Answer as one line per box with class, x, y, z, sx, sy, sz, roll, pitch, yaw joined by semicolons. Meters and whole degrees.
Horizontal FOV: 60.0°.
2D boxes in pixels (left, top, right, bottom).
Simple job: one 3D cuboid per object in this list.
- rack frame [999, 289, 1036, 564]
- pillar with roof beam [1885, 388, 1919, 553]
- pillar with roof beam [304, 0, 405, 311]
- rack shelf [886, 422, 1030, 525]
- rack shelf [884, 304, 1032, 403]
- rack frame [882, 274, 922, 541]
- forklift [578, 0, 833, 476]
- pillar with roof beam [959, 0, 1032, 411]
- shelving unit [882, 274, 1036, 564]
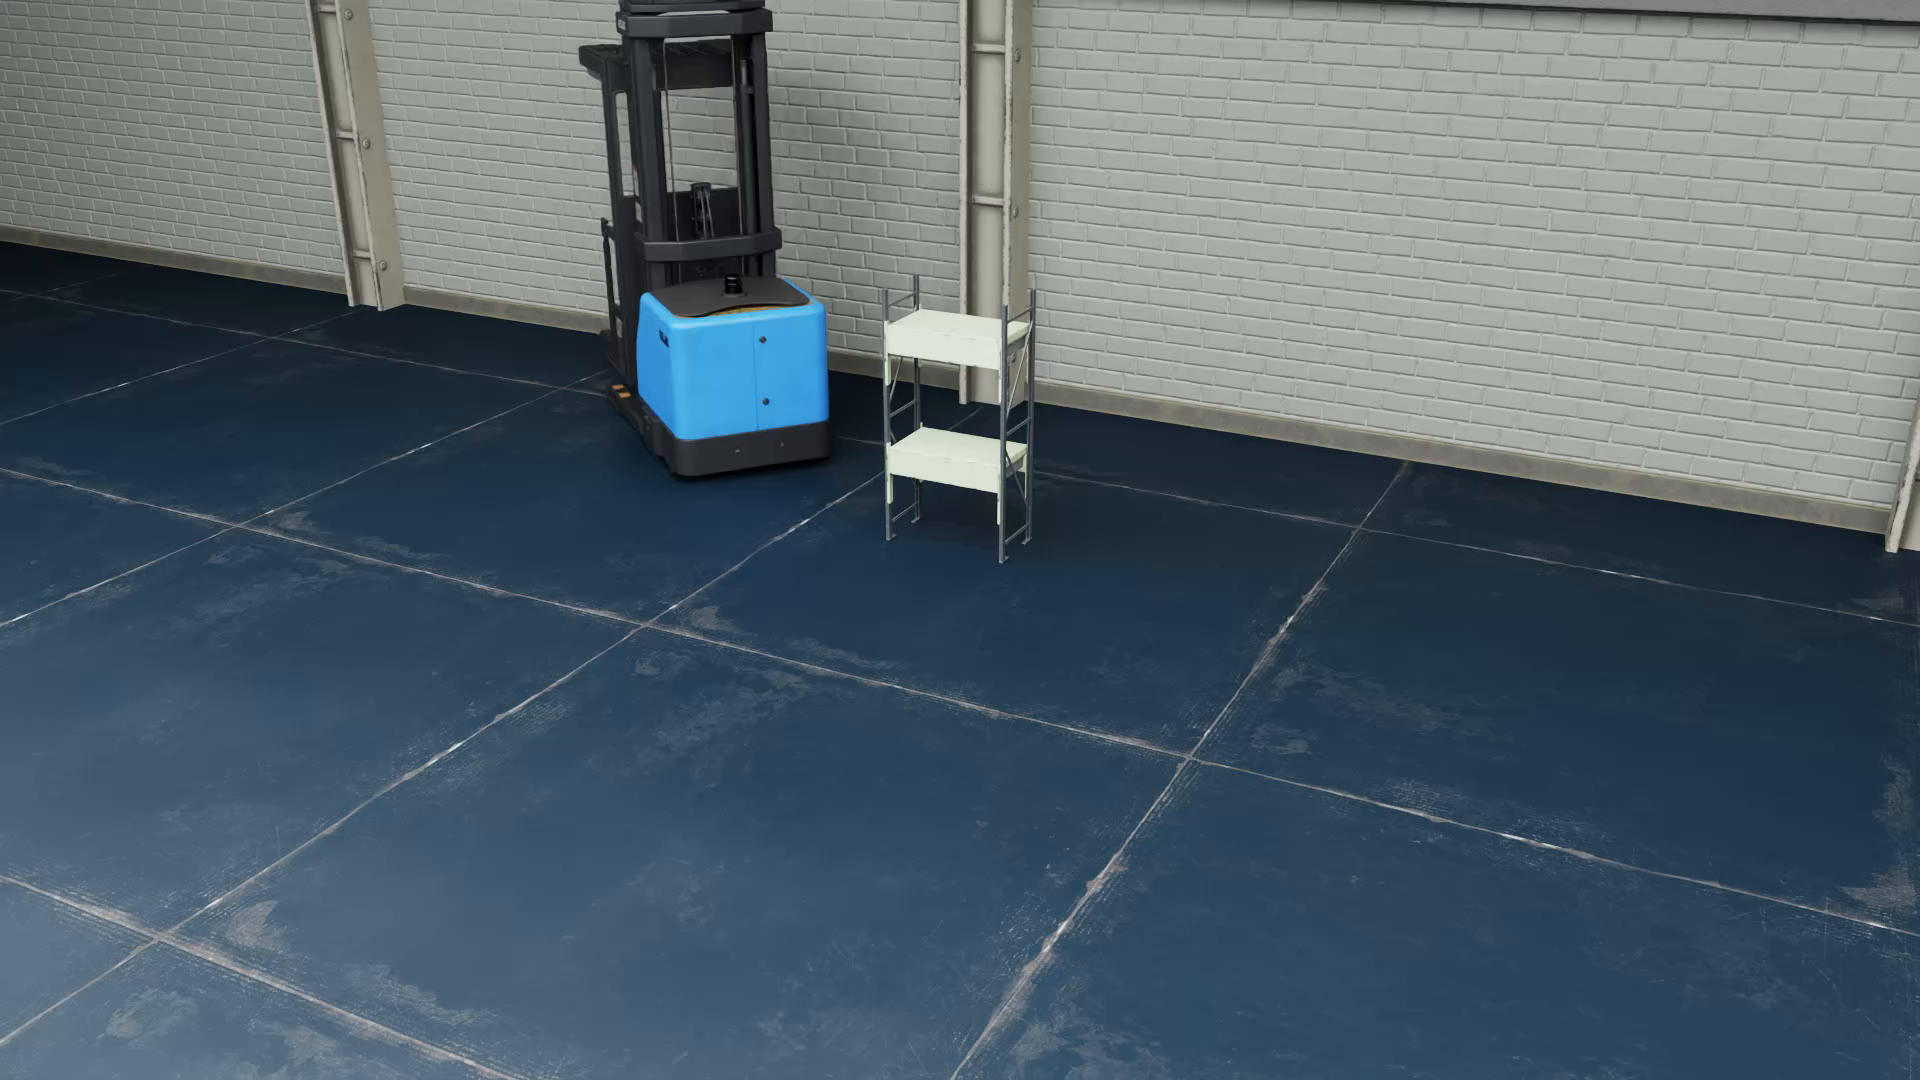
rack frame;0.321;-0.627;9.307;0.023;1.500;0.400;11;25;25
pillar with roof beam;3.649;-2.593;4.348;0.400;9.000;9.100;11;25;25
pillar with roof beam;-7.060;-4.712;9.331;0.400;9.000;9.100;11;25;25
rack shelf;-0.006;-0.391;9.587;0.720;0.370;0.431;11;25;25
rack shelf;-0.006;-1.050;9.306;0.720;0.370;0.431;11;25;25
rack frame;-0.333;-0.756;9.611;0.023;1.500;0.400;11;25;25
forklift;-1.897;-2.296;11.405;1.130;2.935;3.031;-10;25;-22
pillar with roof beam;-1.705;-3.652;6.839;0.400;9.000;9.100;11;25;25
shelving unit;-0.006;-0.691;9.459;0.755;1.500;0.431;11;25;25
